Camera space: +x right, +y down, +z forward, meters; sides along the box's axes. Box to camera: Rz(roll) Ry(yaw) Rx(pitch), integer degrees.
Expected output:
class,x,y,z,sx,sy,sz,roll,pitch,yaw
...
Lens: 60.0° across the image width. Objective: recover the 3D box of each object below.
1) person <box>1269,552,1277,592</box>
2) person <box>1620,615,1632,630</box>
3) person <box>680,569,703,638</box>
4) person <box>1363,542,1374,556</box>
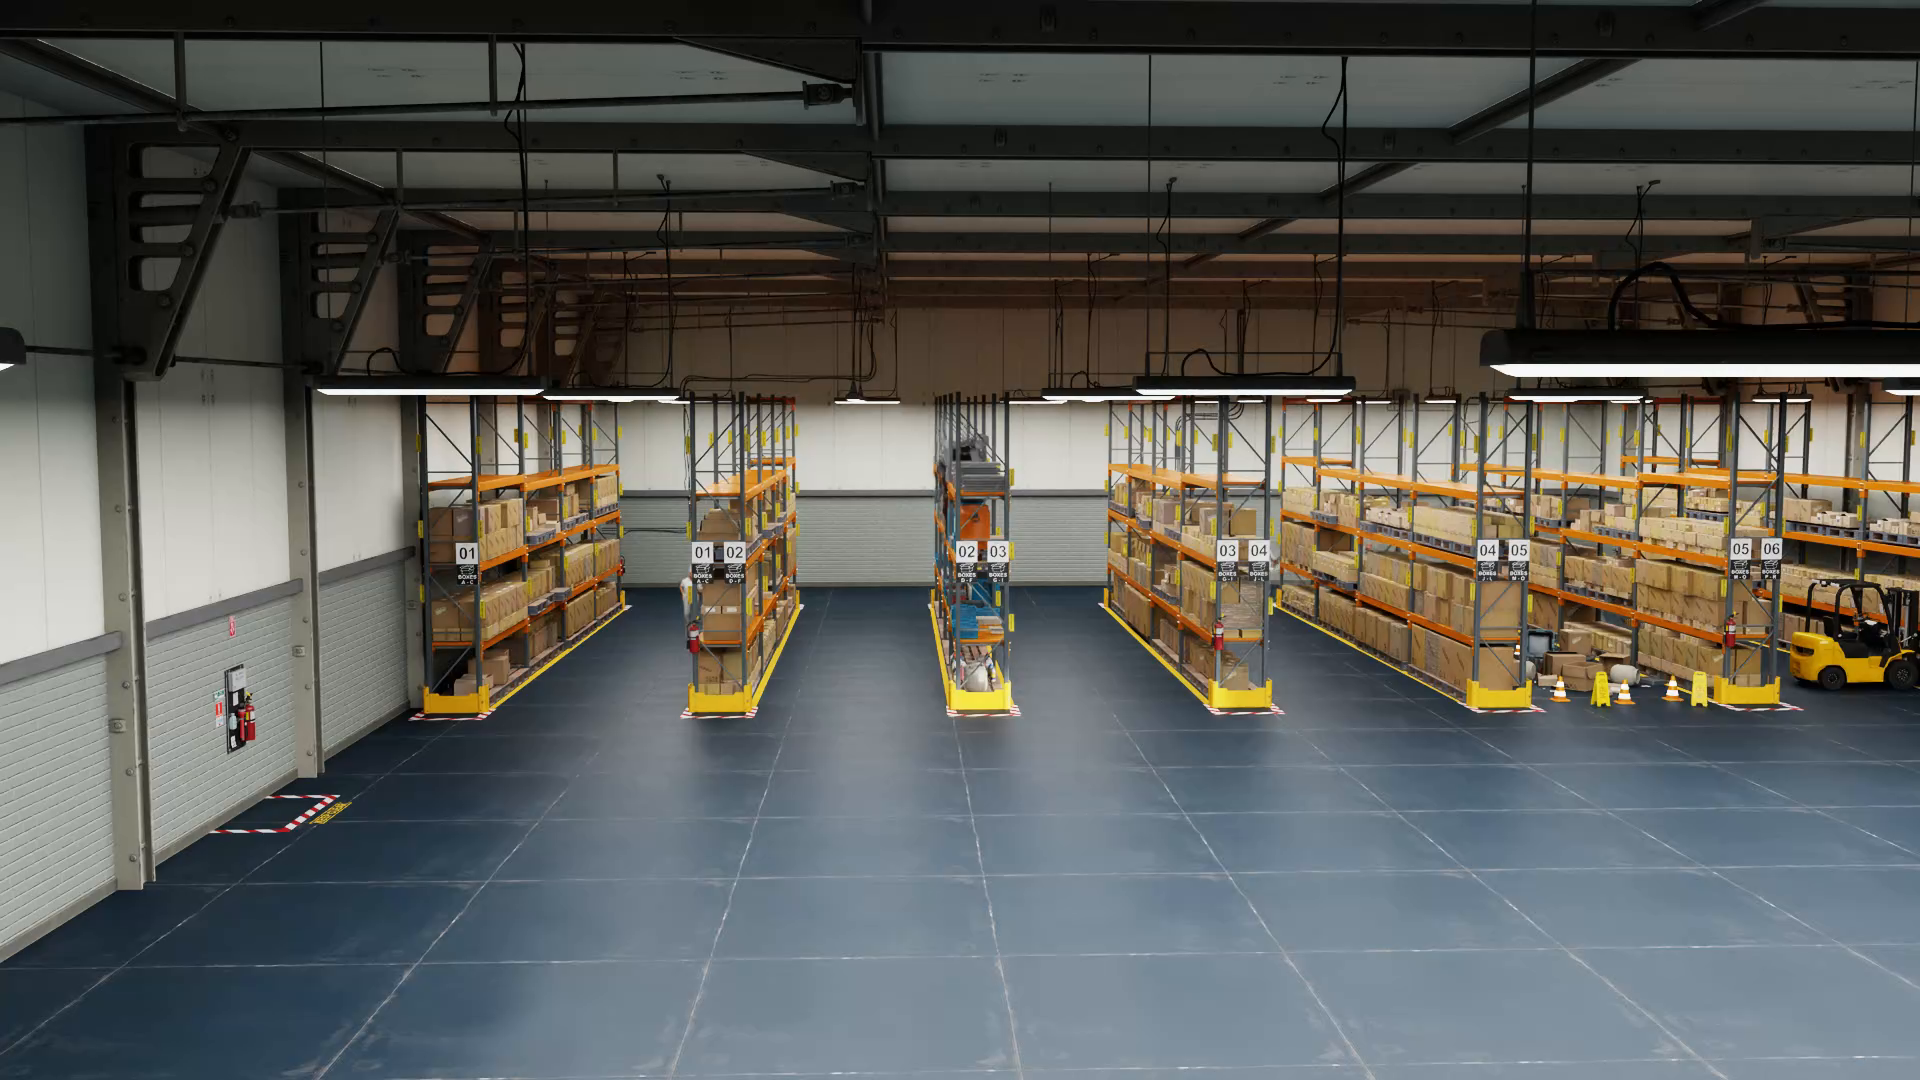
class,x,y,z,sx,sy,sz,roll,pitch,yaw
person,8.933,0.905,48.790,0.782,1.706,0.739,-3,6,-37
person,16.794,1.571,41.705,0.565,1.611,0.553,-1,5,-11
person,-6.699,1.569,41.564,0.593,1.724,0.779,-1,5,-9
person,12.100,0.914,49.252,0.941,1.718,0.661,-2,5,-19
